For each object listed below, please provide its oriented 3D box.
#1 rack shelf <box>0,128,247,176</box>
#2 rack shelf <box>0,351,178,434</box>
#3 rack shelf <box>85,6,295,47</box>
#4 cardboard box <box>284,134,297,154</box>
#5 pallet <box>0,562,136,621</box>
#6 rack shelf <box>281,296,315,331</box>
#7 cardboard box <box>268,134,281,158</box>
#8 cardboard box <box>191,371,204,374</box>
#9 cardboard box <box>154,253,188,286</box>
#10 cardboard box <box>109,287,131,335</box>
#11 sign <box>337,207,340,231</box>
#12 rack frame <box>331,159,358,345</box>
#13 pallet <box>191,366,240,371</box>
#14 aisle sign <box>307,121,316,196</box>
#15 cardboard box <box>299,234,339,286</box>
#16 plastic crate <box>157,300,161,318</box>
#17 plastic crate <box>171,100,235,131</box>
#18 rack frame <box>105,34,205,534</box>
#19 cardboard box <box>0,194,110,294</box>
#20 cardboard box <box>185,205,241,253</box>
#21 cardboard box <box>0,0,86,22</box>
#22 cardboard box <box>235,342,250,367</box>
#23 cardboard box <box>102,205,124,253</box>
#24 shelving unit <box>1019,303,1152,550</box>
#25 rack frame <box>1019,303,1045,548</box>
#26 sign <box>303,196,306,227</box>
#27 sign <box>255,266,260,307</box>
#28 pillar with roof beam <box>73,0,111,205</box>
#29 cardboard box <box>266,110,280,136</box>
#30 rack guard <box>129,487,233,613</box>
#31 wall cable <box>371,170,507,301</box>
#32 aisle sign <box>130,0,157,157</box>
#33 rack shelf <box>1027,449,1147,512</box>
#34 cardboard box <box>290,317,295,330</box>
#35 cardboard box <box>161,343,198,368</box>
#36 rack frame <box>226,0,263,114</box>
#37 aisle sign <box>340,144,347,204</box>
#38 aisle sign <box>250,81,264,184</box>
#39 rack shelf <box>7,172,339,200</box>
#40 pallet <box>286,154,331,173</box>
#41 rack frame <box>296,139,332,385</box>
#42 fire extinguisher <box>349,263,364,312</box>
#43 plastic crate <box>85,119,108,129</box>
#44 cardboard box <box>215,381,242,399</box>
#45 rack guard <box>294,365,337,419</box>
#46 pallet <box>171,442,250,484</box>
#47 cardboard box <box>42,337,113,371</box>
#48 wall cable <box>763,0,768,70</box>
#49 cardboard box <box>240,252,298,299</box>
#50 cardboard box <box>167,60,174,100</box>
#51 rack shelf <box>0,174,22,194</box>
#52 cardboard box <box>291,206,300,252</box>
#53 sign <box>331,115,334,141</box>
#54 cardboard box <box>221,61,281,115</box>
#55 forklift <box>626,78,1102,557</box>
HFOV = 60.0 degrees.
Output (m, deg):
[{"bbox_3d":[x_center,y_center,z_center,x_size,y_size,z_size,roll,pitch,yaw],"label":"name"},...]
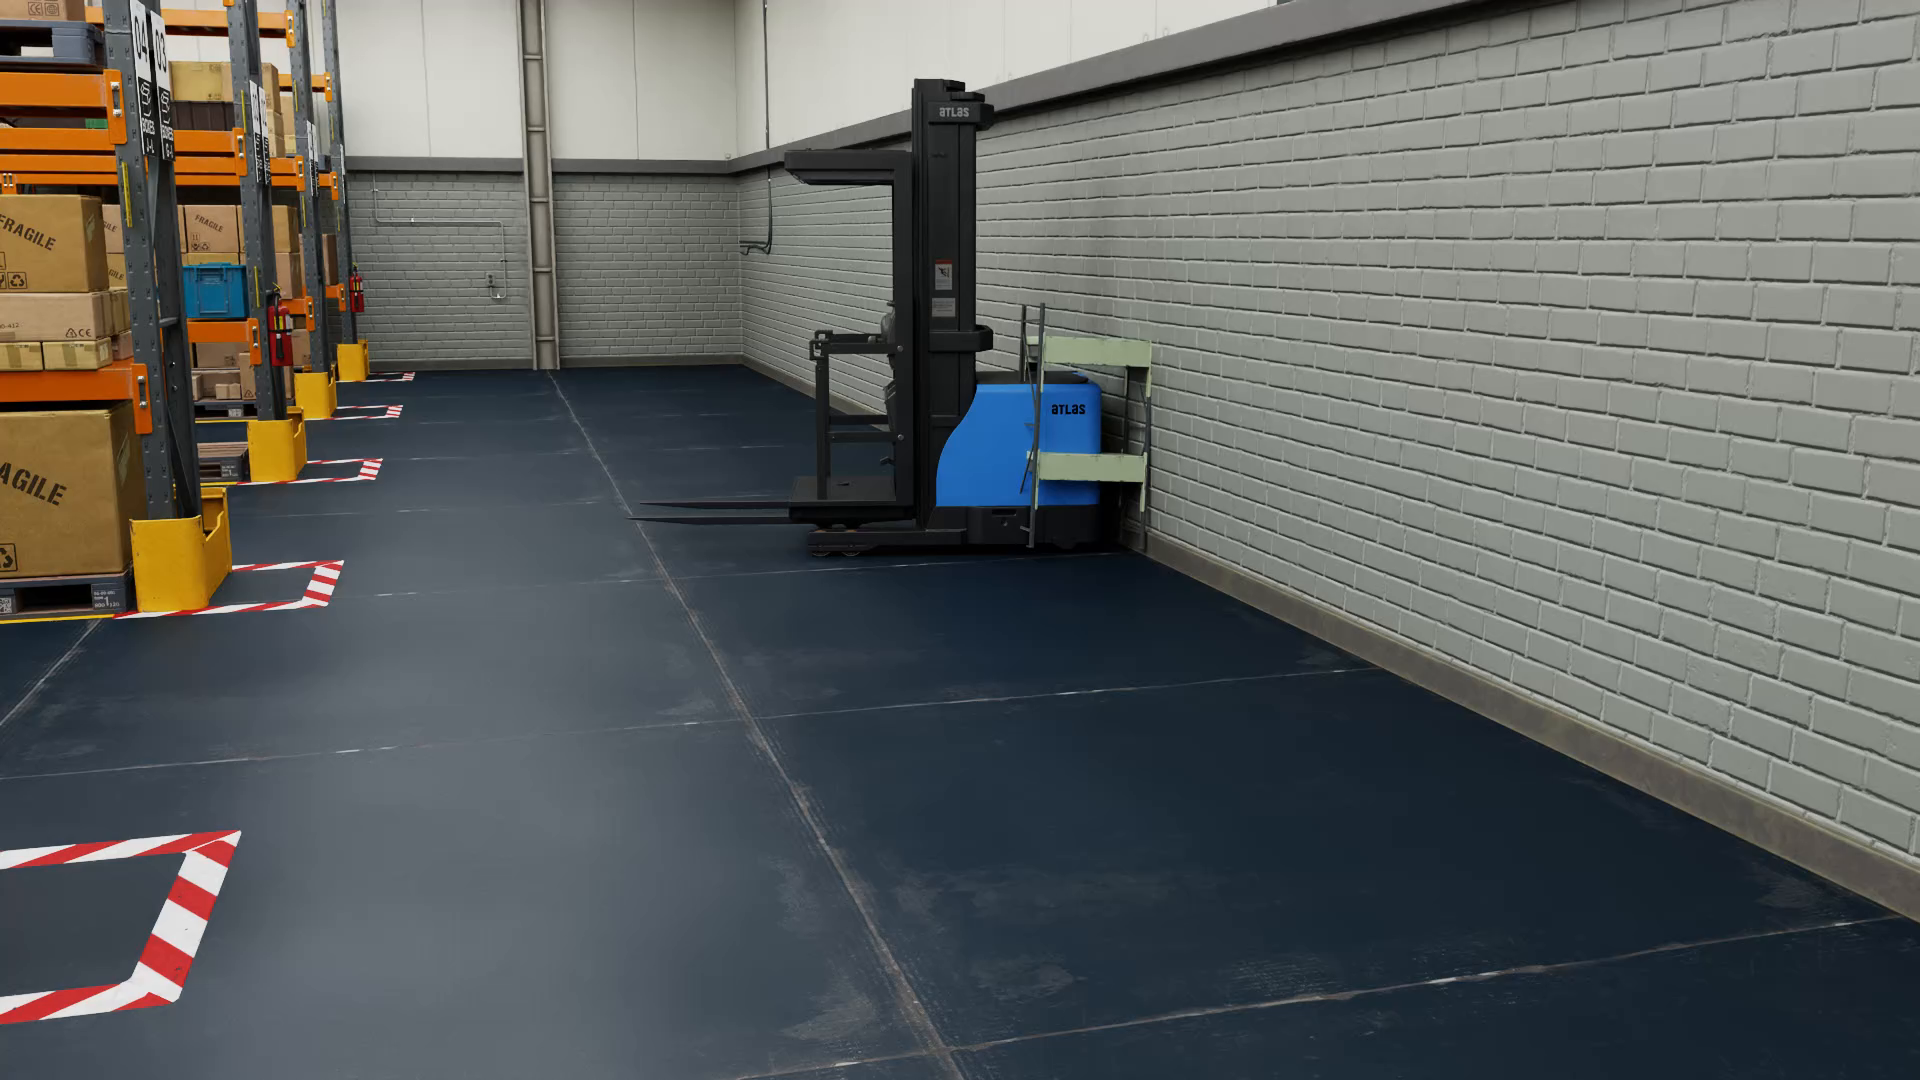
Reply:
[{"bbox_3d":[-7.742,-3.072,13.151,4.000,0.370,1.077,-3,11,-16],"label":"rack shelf"},{"bbox_3d":[-6.358,-0.736,8.745,4.000,0.370,1.077,-3,11,-16],"label":"rack shelf"},{"bbox_3d":[-9.123,-5.407,17.558,4.000,0.370,1.077,-3,11,-16],"label":"rack shelf"},{"bbox_3d":[-9.220,-5.348,22.505,0.500,0.250,0.500,-3,11,-14],"label":"cardboard box"},{"bbox_3d":[-5.184,0.235,9.189,1.213,0.211,1.003,-3,11,-16],"label":"pallet"},{"bbox_3d":[-9.123,-2.458,18.100,4.000,0.370,1.077,-3,11,-16],"label":"rack shelf"},{"bbox_3d":[-7.623,-4.243,17.937,0.500,0.250,0.500,-3,11,-16],"label":"cardboard box"},{"bbox_3d":[-8.765,-1.748,18.638,0.500,0.250,0.500,-3,11,-16],"label":"cardboard box"},{"bbox_3d":[-8.535,-2.841,17.918,0.500,0.500,0.500,-3,11,-15],"label":"cardboard box"},{"bbox_3d":[-4.974,-1.286,9.339,0.500,0.250,0.500,-3,11,-17],"label":"cardboard box"},{"bbox_3d":[-8.453,-4.365,22.619,0.005,0.325,0.100,-3,11,-16],"label":"sign"},{"bbox_3d":[-8.591,-3.774,23.262,0.127,3.000,1.000,-3,11,-16],"label":"rack frame"},{"bbox_3d":[-10.506,-2.287,22.889,1.213,0.211,1.003,-3,11,-16],"label":"pallet"},{"bbox_3d":[-7.052,-4.142,18.079,0.004,0.787,0.394,-3,11,-16],"label":"aisle sign"},{"bbox_3d":[-9.078,-3.894,23.085,0.700,0.700,0.980,-3,11,-13],"label":"cardboard box"},{"bbox_3d":[-6.554,-1.879,13.530,0.243,0.136,0.396,-3,11,-16],"label":"plastic crate"},{"bbox_3d":[-6.270,-3.492,13.804,0.590,0.269,0.497,-3,11,-16],"label":"plastic crate"},{"bbox_3d":[-4.438,-1.191,9.230,0.127,3.000,1.000,-3,11,-16],"label":"rack frame"},{"bbox_3d":[-4.832,-1.562,8.766,0.500,0.500,0.500,-3,11,-15],"label":"cardboard box"},{"bbox_3d":[-8.038,-3.358,17.964,0.500,0.500,0.500,-3,11,-14],"label":"cardboard box"},{"bbox_3d":[-4.922,-2.935,8.709,0.500,0.500,0.700,-4,11,-19],"label":"cardboard box"},{"bbox_3d":[-9.716,-2.673,23.026,0.500,0.500,0.700,-3,11,-16],"label":"cardboard box"},{"bbox_3d":[-9.028,-3.305,17.676,0.500,0.500,0.500,-3,11,-14],"label":"cardboard box"},{"bbox_3d":[0.775,-0.712,10.470,0.755,1.500,0.431,1,6,-16],"label":"shelving unit"},{"bbox_3d":[0.423,-0.717,10.369,0.023,1.500,0.400,1,6,-16],"label":"rack frame"},{"bbox_3d":[-7.067,-3.540,17.922,0.005,0.325,0.100,-3,11,-16],"label":"sign"},{"bbox_3d":[-5.653,-2.037,13.377,0.005,0.325,0.100,-3,11,-16],"label":"sign"},{"bbox_3d":[-10.798,-5.959,18.563,0.400,9.000,9.100,-3,11,-16],"label":"pillar with roof beam"},{"bbox_3d":[-7.625,-4.490,17.900,0.500,0.250,0.500,-3,11,-16],"label":"cardboard box"},{"bbox_3d":[-4.415,0.037,9.463,0.348,0.500,1.175,-3,11,-16],"label":"rack guard"},{"bbox_3d":[-7.626,-4.503,24.415,1.851,1.984,0.084,-3,11,-16],"label":"wall cable"},{"bbox_3d":[-4.285,-2.421,8.731,0.004,0.787,0.394,-3,11,-16],"label":"aisle sign"},{"bbox_3d":[0.761,-0.388,10.502,0.720,0.370,0.431,1,6,-16],"label":"rack shelf"},{"bbox_3d":[-9.308,-2.979,22.897,0.250,0.149,0.380,-3,11,-17],"label":"cardboard box"},{"bbox_3d":[-10.708,-2.619,22.733,0.500,0.500,0.700,-3,11,-15],"label":"cardboard box"},{"bbox_3d":[-5.822,-5.002,13.364,0.127,3.000,1.000,-3,11,-16],"label":"rack frame"},{"bbox_3d":[-8.438,-5.004,22.763,0.004,0.787,0.394,-3,11,-16],"label":"aisle sign"},{"bbox_3d":[-5.671,-3.283,13.415,0.004,0.787,0.394,-3,11,-16],"label":"aisle sign"},{"bbox_3d":[-10.511,-4.794,22.506,4.000,0.370,1.077,-3,11,-16],"label":"rack shelf"},{"bbox_3d":[-9.301,-5.166,22.784,1.213,0.211,1.003,-3,11,-16],"label":"pallet"},{"bbox_3d":[-7.203,-2.913,18.585,0.127,3.000,1.000,-3,11,-16],"label":"rack frame"},{"bbox_3d":[-8.317,-3.480,22.908,0.183,0.674,0.296,-3,11,-16],"label":"fire extinguisher"},{"bbox_3d":[-6.689,-3.323,13.114,0.336,0.188,0.450,-3,11,-16],"label":"plastic crate"},{"bbox_3d":[-8.070,-1.661,18.393,0.250,0.166,0.380,-3,11,-16],"label":"cardboard box"},{"bbox_3d":[-7.276,-1.680,18.791,0.348,0.500,1.175,-3,11,-16],"label":"rack guard"},{"bbox_3d":[-6.625,-0.645,13.969,1.213,0.211,1.003,-3,11,-16],"label":"pallet"},{"bbox_3d":[-4.688,-0.992,8.844,0.250,0.149,0.380,-3,11,-15],"label":"cardboard box"},{"bbox_3d":[-2.305,-7.435,21.205,0.112,2.526,3.097,-3,11,-16],"label":"wall cable"},{"bbox_3d":[-7.557,-2.892,18.196,0.500,0.500,0.500,-3,11,-14],"label":"cardboard box"},{"bbox_3d":[-8.646,-4.846,17.761,0.500,0.500,0.700,-3,11,-16],"label":"cardboard box"},{"bbox_3d":[-14.352,-4.592,21.406,4.000,0.370,1.077,-3,11,-16],"label":"rack shelf"},{"bbox_3d":[-7.703,-3.477,18.613,0.500,0.500,0.500,-3,11,-14],"label":"cardboard box"},{"bbox_3d":[-8.453,-5.551,22.401,0.005,0.325,0.100,-3,11,-16],"label":"sign"},{"bbox_3d":[-7.692,-4.900,18.057,0.500,0.500,0.700,-3,11,-16],"label":"cardboard box"},{"bbox_3d":[-0.628,-1.436,10.749,3.031,2.935,1.130,-1,10,-3],"label":"forklift"}]
